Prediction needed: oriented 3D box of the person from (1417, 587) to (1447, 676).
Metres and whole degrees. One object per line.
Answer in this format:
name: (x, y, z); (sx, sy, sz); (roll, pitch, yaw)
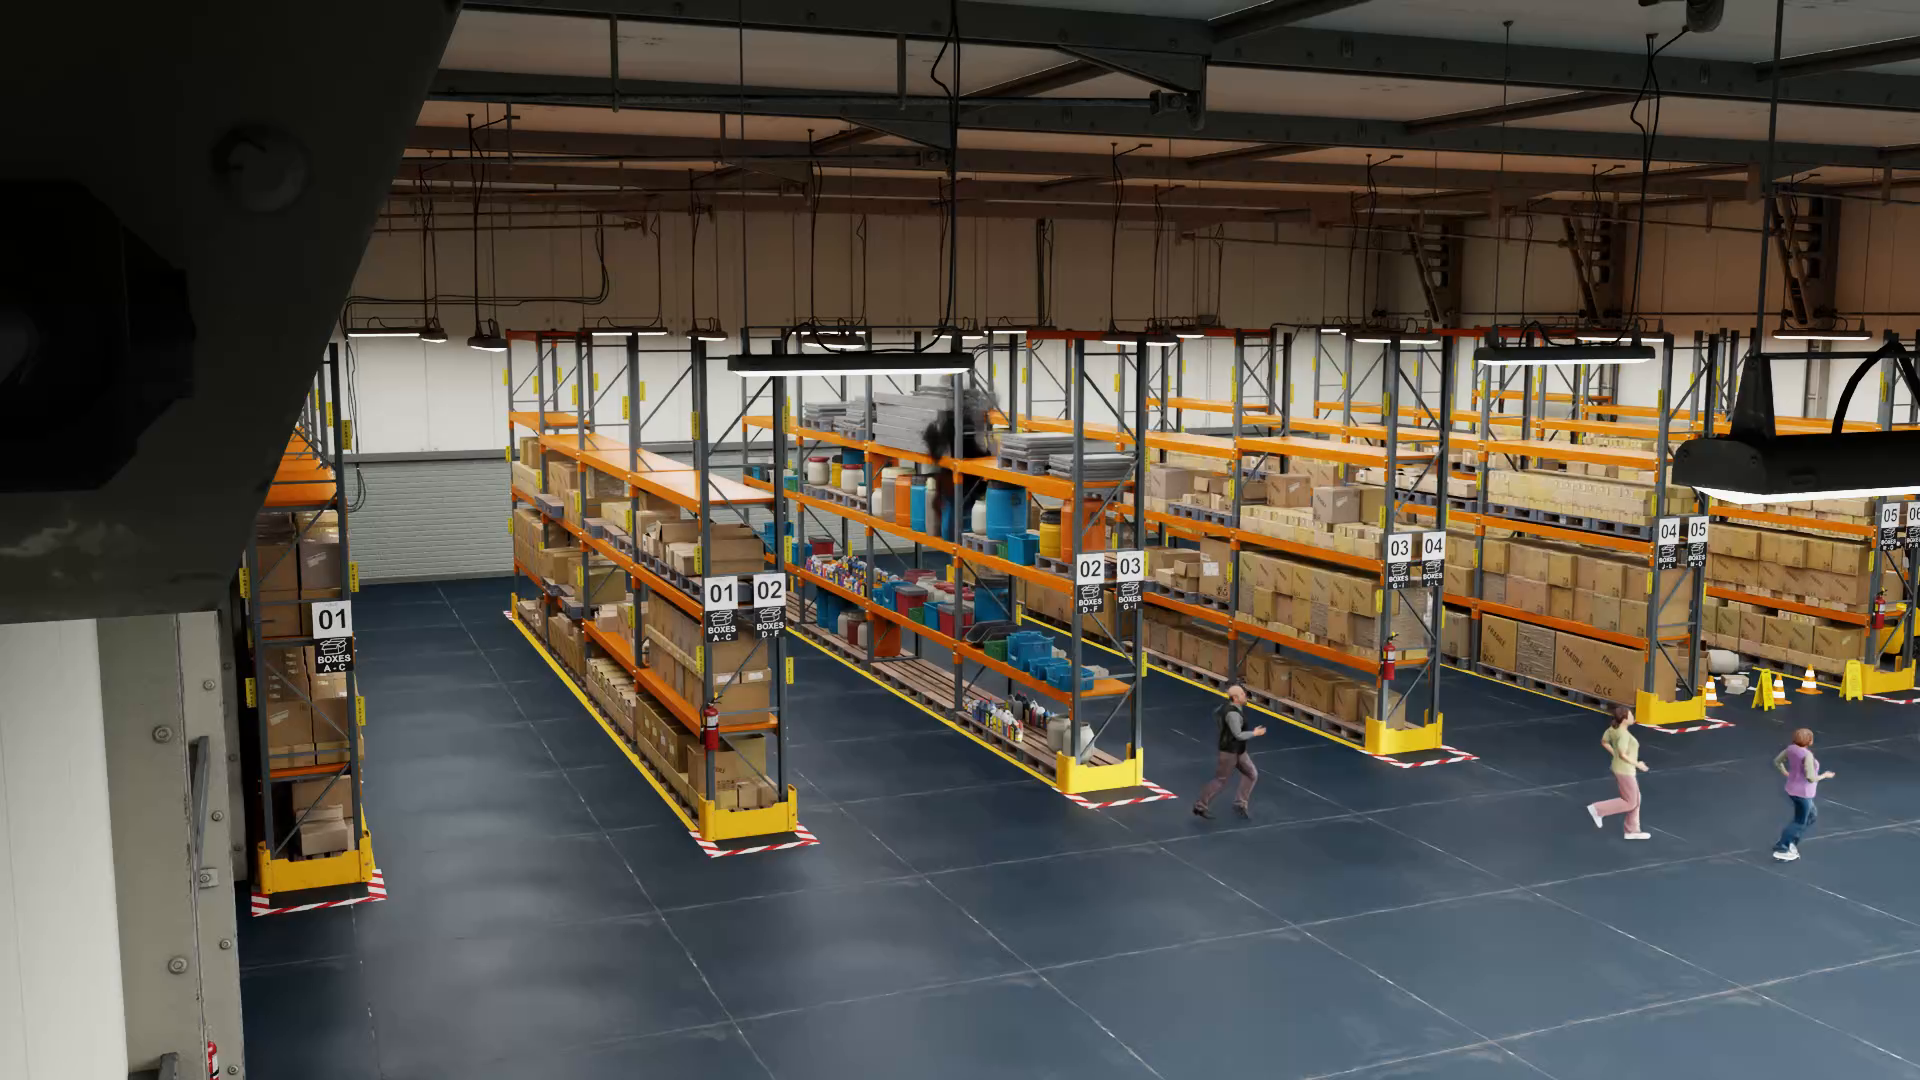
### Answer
person: (8.241, 1.537, 29.218); (0.536, 1.726, 0.801); (-5, 9, -30)

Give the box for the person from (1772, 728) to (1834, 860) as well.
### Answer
person: (9.744, 2.939, 19.223); (0.615, 1.582, 0.519); (0, 8, 2)

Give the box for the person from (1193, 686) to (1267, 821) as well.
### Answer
person: (3.368, 2.672, 20.756); (0.886, 1.760, 0.664); (1, 8, 10)

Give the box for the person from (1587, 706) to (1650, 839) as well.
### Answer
person: (7.961, 2.806, 20.064); (0.776, 1.637, 0.579); (0, 8, 3)
